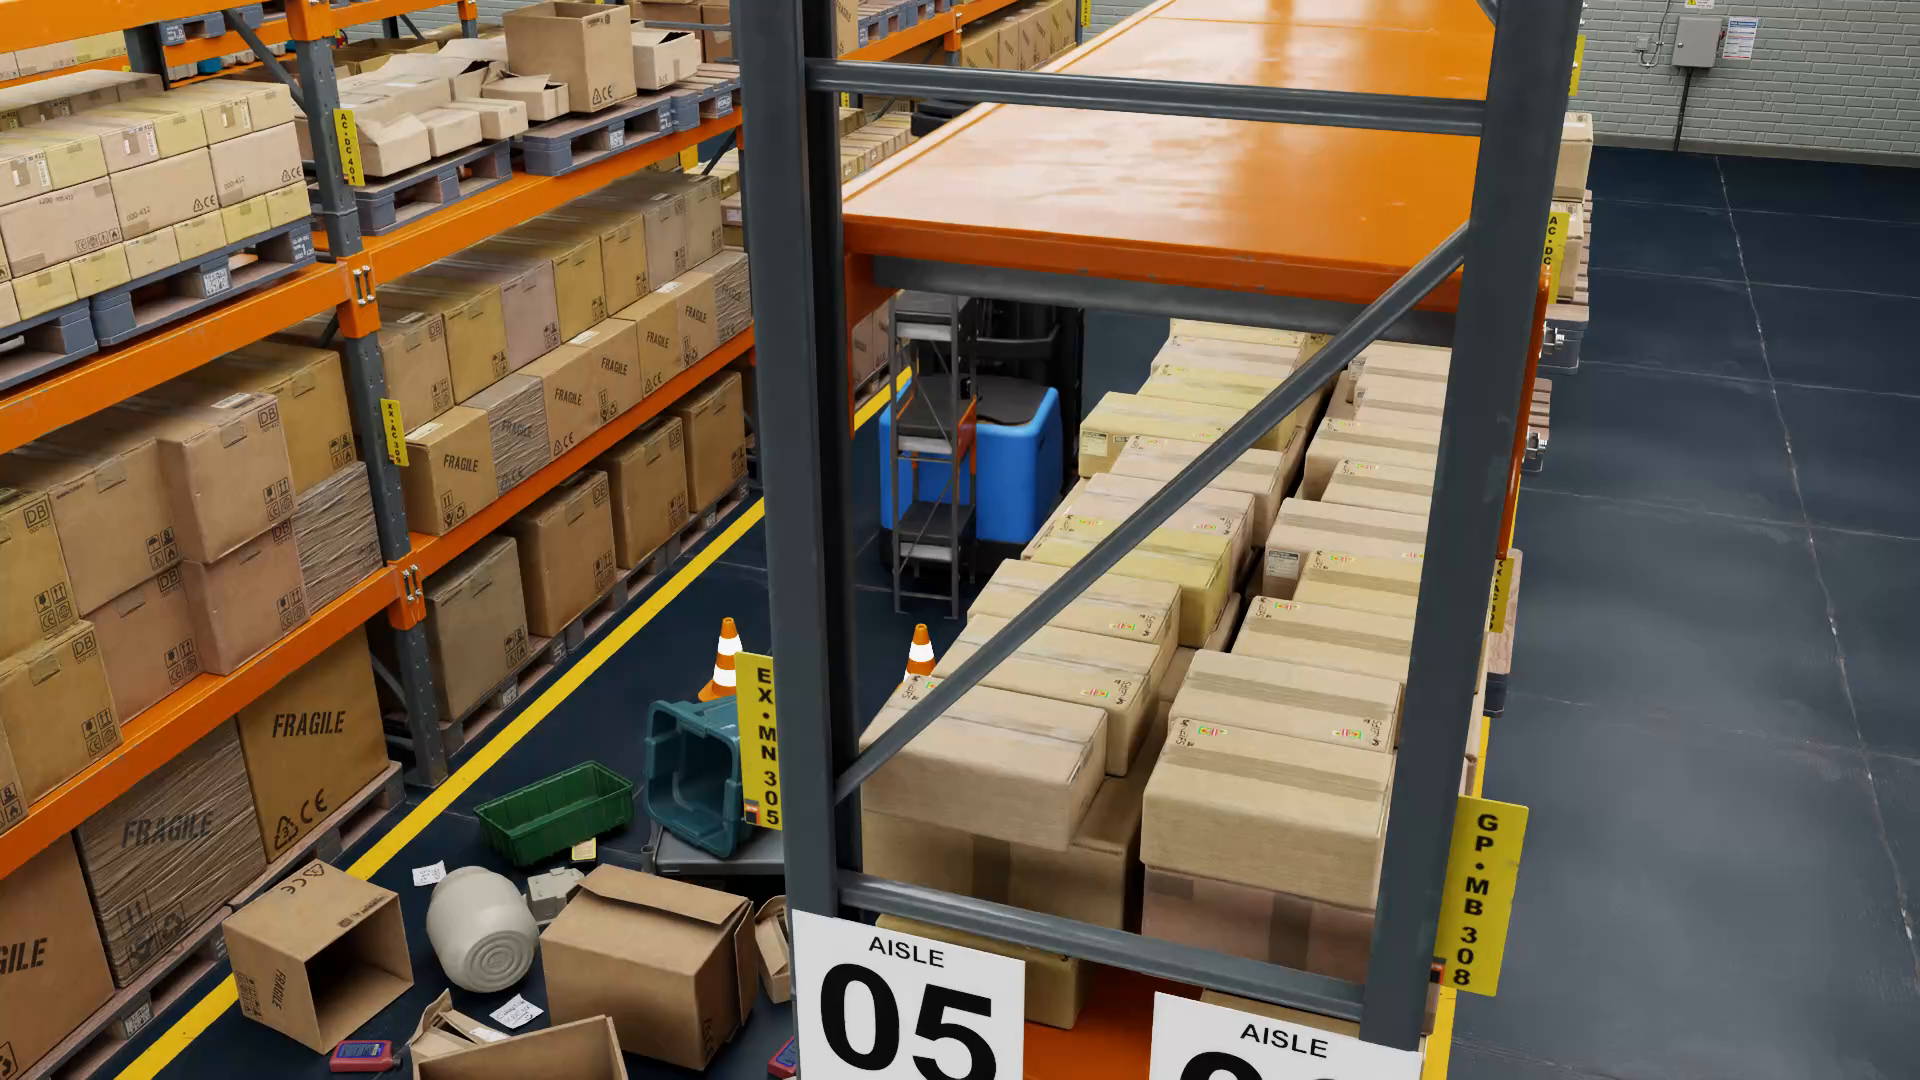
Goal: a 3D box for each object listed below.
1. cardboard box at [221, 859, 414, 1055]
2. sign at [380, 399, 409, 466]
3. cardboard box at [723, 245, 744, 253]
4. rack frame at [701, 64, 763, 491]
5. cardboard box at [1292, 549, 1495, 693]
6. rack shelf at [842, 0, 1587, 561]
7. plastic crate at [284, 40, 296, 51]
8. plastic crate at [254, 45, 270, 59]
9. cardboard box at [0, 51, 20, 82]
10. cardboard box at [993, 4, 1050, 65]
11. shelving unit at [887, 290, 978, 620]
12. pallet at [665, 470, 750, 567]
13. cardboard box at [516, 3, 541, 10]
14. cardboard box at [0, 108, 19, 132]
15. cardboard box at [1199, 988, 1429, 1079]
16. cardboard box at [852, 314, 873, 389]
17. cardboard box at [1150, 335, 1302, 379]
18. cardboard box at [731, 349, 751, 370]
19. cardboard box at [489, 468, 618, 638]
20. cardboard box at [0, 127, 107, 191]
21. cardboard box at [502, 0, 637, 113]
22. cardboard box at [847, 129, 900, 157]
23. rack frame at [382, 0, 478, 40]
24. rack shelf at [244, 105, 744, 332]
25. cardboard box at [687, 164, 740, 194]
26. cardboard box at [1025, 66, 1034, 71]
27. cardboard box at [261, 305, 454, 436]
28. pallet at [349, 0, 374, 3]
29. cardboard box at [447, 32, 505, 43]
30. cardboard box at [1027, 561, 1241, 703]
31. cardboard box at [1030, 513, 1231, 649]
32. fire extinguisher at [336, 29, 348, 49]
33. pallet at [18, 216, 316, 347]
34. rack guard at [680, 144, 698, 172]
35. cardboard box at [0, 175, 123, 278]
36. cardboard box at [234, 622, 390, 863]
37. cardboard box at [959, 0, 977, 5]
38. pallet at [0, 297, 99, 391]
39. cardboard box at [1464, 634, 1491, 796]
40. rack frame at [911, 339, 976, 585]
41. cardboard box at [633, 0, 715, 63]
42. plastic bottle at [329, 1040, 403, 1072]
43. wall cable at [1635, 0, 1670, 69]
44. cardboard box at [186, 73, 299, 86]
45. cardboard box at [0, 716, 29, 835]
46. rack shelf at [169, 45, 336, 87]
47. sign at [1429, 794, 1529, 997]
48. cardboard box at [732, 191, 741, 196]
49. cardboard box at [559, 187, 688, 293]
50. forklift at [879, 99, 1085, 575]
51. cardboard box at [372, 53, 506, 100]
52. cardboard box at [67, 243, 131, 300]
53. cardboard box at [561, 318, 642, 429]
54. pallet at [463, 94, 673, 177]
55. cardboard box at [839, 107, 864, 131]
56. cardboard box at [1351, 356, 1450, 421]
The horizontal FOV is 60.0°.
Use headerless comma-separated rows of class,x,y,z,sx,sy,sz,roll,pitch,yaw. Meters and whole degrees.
cardboard box,-2.710,1.756,7.046,0.500,0.500,0.500,14,29,26
sign,-2.638,-0.500,7.756,0.100,0.325,0.005,9,27,17
cardboard box,-1.491,-2.029,11.805,0.380,0.149,0.250,8,27,17
rack frame,-1.831,-1.798,11.522,1.000,3.000,0.127,9,27,17
cardboard box,0.883,0.161,3.406,0.380,0.149,0.250,9,27,17
rack shelf,0.874,-1.031,3.883,1.077,0.370,4.000,9,27,17
plastic crate,-8.418,-6.443,21.006,0.616,0.435,0.499,9,27,17
plastic crate,-8.693,-5.995,20.423,0.396,0.136,0.243,9,27,17
cardboard box,-6.723,-3.199,11.145,0.500,0.250,0.500,10,27,19
cardboard box,0.581,-5.068,16.671,0.500,0.500,0.500,10,28,20
shelving unit,-0.154,-0.576,10.030,0.431,2.100,0.503,6,26,12
pallet,-2.164,-0.230,11.483,1.003,0.211,1.213,9,27,17
cardboard box,-4.559,-5.673,18.496,0.500,0.500,0.500,8,27,16
cardboard box,-3.856,-1.571,6.387,0.380,0.149,0.250,8,27,17
cardboard box,0.625,0.839,2.921,0.380,0.149,0.250,9,27,17
cardboard box,-1.024,-1.535,13.364,0.500,0.500,0.500,8,27,16
cardboard box,0.746,-0.449,4.666,0.380,0.149,0.250,8,27,17
cardboard box,-1.373,-1.448,12.325,0.500,0.250,0.500,8,27,15
cardboard box,-2.715,0.005,9.897,1.050,0.750,0.750,9,27,17
cardboard box,-3.319,-1.371,5.975,0.380,0.149,0.250,9,27,18
cardboard box,-2.145,-2.672,9.174,0.500,0.500,0.500,9,27,17
cardboard box,-0.713,-3.268,13.682,0.380,0.149,0.250,9,27,17
rack frame,-5.143,-4.203,16.489,1.000,3.000,0.127,9,27,17
rack shelf,-2.496,-2.003,9.328,1.077,0.370,4.000,9,27,17
cardboard box,-1.842,-2.731,12.572,0.380,0.149,0.250,10,27,19
cardboard box,0.413,-4.419,16.478,0.500,0.500,0.500,10,28,20
cardboard box,-3.002,-0.854,8.311,0.700,0.500,0.500,8,27,17
pallet,-5.402,-5.083,15.084,0.805,0.209,1.217,8,27,15
cardboard box,-4.743,-4.767,16.623,0.500,0.500,0.500,9,27,17
cardboard box,0.306,0.295,3.587,0.500,0.250,0.500,8,27,17
cardboard box,0.366,0.083,3.567,0.380,0.149,0.250,9,27,18
fire extinguisher,-8.004,-6.358,21.457,0.296,0.674,0.183,9,27,17
pallet,-3.444,-1.130,6.802,1.003,0.211,1.213,9,27,17
rack guard,-3.804,-4.732,20.449,1.175,0.500,0.348,9,27,17
cardboard box,-3.420,-1.153,5.980,0.500,0.250,0.500,9,27,17
cardboard box,-3.437,0.861,7.986,0.875,0.875,0.875,9,27,18
cardboard box,-0.096,-4.877,14.610,0.500,0.250,0.500,10,28,20
pallet,-3.851,-0.630,5.770,1.003,0.211,1.213,9,27,17
cardboard box,0.804,0.376,3.421,0.500,0.250,0.500,8,27,17
rack frame,-0.099,-0.680,10.244,0.400,2.100,0.015,6,26,12
cardboard box,-1.880,-3.465,11.407,0.500,0.500,0.500,9,27,17
plastic bottle,-2.419,2.114,6.813,0.283,0.061,0.133,0,26,-1
wall cable,8.729,-6.987,21.072,0.588,1.984,0.122,9,27,17
cardboard box,-5.996,-3.621,14.021,0.797,0.503,0.637,9,27,19
cardboard box,-3.945,0.822,5.939,0.875,0.550,0.550,9,27,17
rack shelf,-9.148,-5.419,19.826,1.077,0.370,4.000,9,27,17
sign,0.721,0.501,2.329,0.100,0.325,0.005,9,27,17
cardboard box,-1.407,-2.415,11.919,0.380,0.149,0.250,8,27,16
cardboard box,-2.156,-1.902,10.475,0.700,0.500,0.500,8,27,17
forklift,0.308,-1.700,11.397,1.130,2.935,3.031,6,26,12
cardboard box,-2.786,-2.451,8.933,0.500,0.311,0.500,8,27,16
cardboard box,-3.319,-1.012,6.148,0.380,0.149,0.250,9,27,18
cardboard box,-2.228,-0.998,9.754,0.500,0.500,0.500,9,27,18
pallet,-2.364,-2.331,9.397,1.003,0.211,1.213,10,28,20
cardboard box,-1.064,-3.691,14.554,0.380,0.149,0.250,10,28,20
cardboard box,1.272,-0.369,4.502,0.380,0.149,0.250,9,27,18
